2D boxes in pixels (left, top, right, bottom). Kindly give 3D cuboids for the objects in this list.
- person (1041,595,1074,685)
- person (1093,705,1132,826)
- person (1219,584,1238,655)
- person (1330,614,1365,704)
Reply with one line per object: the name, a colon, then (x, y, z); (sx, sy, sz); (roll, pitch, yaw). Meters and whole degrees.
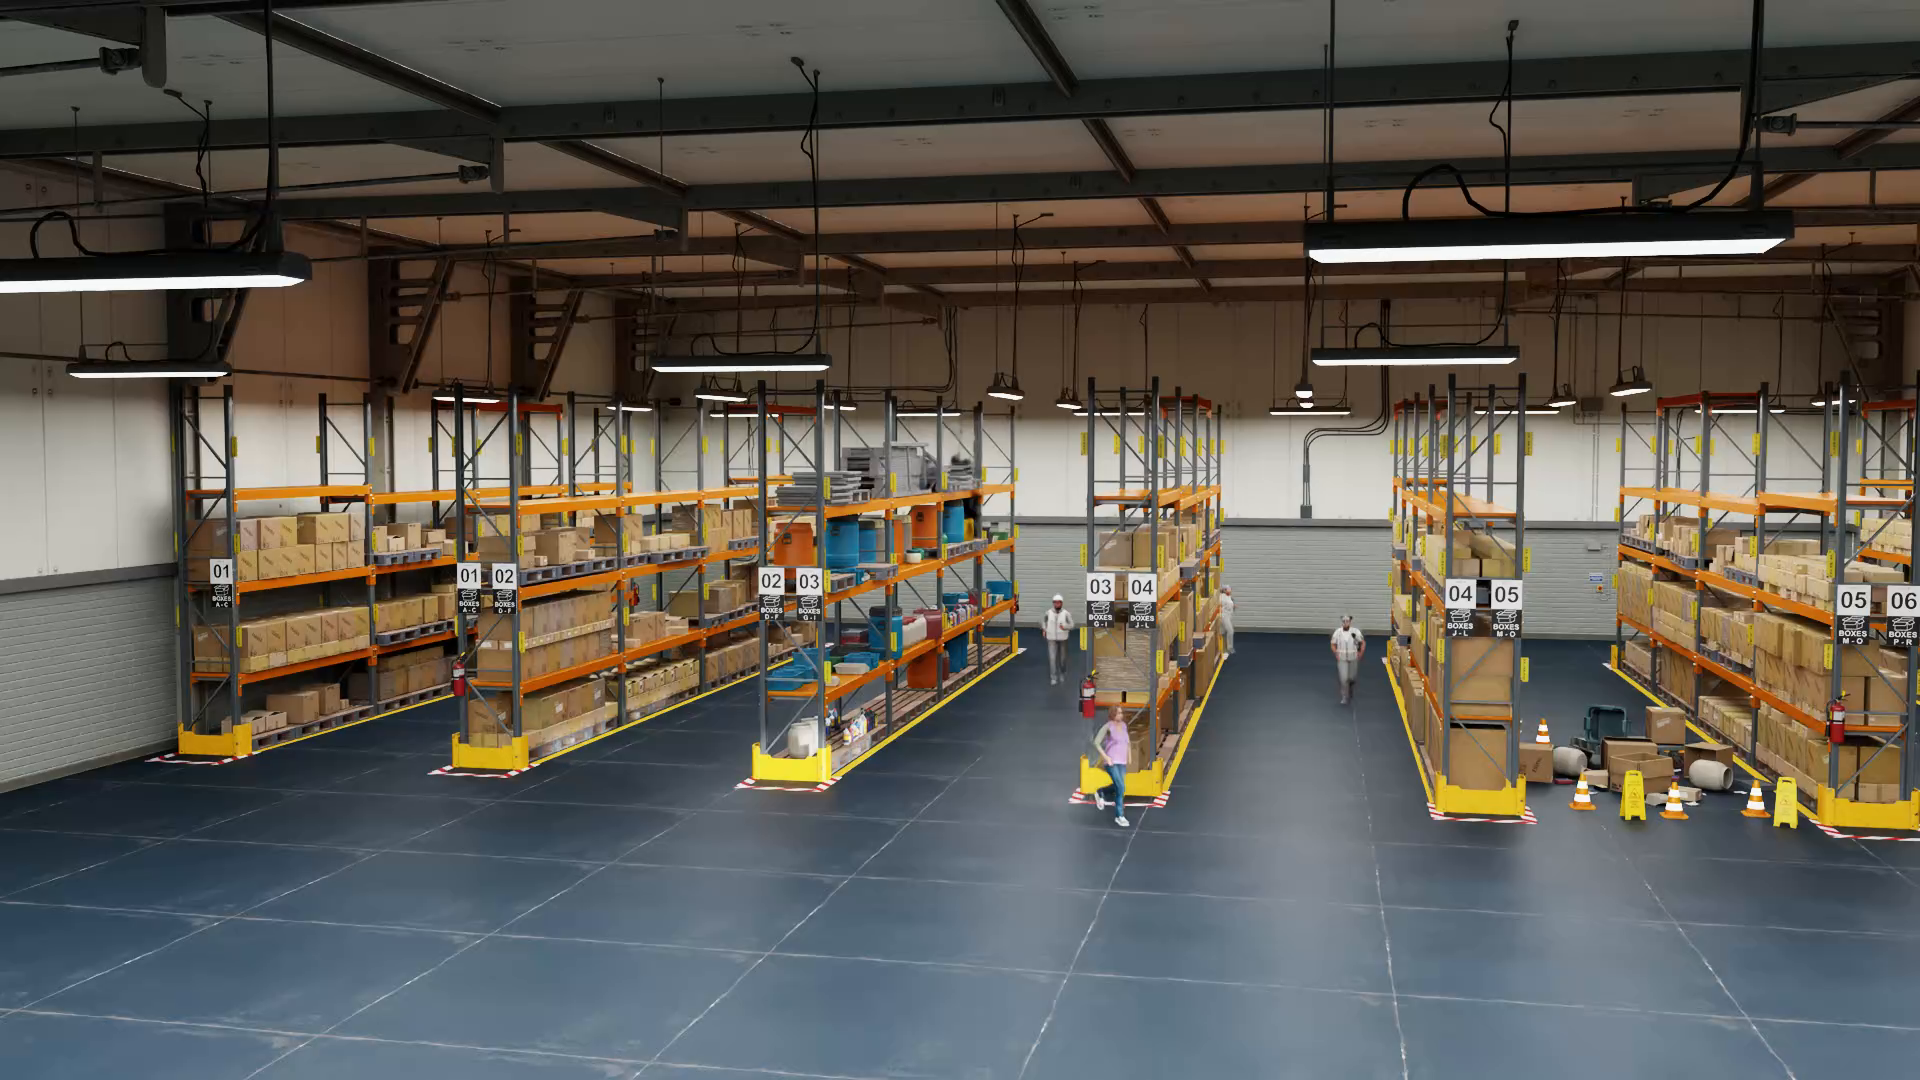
person: (1.932, 1.989, 33.057); (0.667, 1.790, 0.852); (0, 3, 8)
person: (2.026, 2.983, 22.234); (0.564, 1.582, 0.725); (-3, 4, -39)
person: (6.413, 1.923, 40.448); (0.843, 1.700, 0.622); (2, 4, 30)
person: (7.577, 2.320, 32.525); (0.666, 1.747, 0.528); (1, 3, 14)
